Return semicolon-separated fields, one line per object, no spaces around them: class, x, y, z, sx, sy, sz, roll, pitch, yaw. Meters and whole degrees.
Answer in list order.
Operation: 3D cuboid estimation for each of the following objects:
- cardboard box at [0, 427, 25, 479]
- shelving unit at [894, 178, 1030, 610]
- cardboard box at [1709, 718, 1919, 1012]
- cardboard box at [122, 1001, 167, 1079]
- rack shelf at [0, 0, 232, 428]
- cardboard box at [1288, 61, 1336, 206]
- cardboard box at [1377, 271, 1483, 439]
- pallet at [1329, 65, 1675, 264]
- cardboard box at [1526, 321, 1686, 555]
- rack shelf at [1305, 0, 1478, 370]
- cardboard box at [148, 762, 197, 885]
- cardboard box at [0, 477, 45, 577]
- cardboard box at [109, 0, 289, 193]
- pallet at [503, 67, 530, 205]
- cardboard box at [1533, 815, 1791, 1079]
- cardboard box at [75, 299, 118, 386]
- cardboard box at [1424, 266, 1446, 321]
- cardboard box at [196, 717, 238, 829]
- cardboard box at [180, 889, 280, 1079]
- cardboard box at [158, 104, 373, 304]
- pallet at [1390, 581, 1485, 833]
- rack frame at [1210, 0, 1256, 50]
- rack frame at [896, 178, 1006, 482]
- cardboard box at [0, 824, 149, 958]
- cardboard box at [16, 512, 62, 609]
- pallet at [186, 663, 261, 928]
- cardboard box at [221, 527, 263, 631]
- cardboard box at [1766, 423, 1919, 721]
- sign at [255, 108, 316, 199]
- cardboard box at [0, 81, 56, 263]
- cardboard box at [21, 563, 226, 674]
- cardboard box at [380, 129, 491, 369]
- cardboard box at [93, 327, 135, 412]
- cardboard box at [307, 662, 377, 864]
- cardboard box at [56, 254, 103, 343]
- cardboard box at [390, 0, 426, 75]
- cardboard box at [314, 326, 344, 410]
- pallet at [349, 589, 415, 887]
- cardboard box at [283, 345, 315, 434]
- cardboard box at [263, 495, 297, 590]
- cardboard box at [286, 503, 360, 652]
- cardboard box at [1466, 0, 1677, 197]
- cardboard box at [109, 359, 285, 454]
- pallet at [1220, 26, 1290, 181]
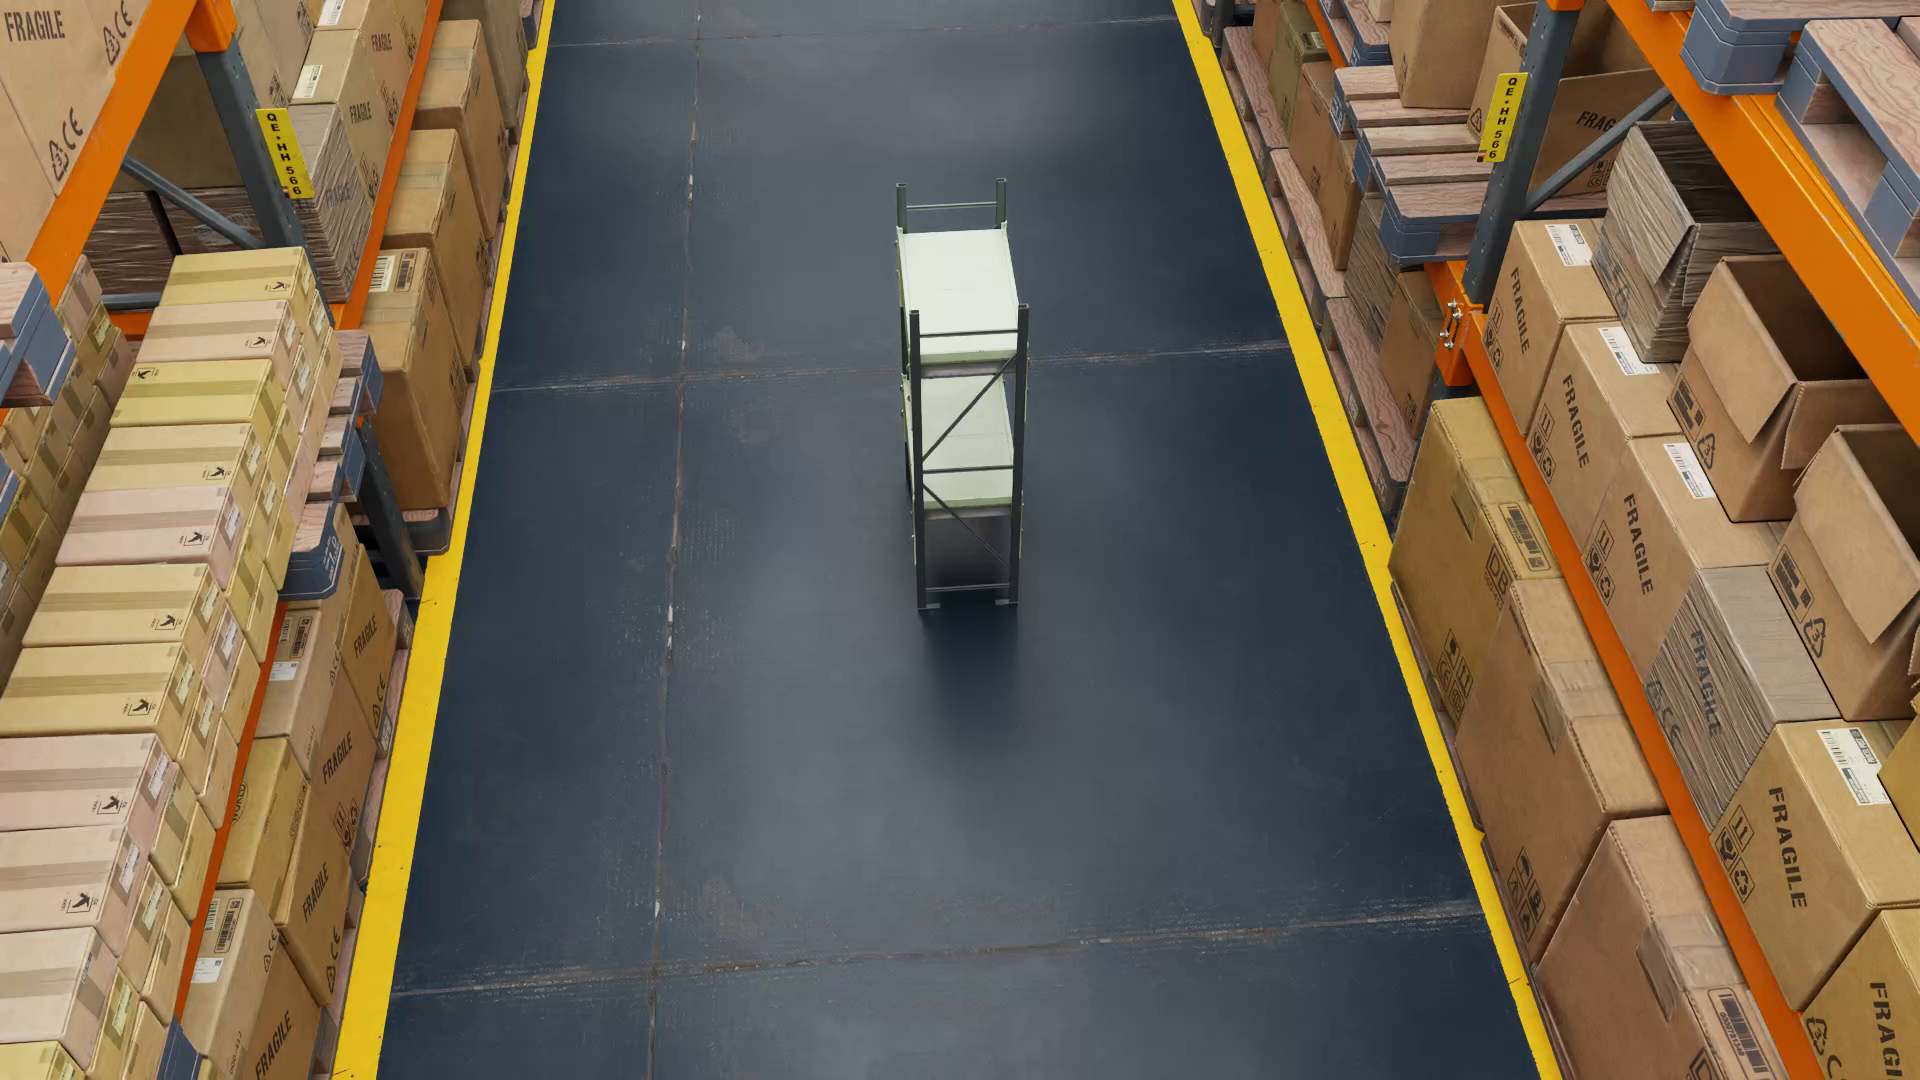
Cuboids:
cardboard box;-2.752;-0.153;4.440;0.380;0.149;0.250;-5;47;-5
shelving unit;-0.001;-0.521;6.347;0.431;1.500;0.755;-3;47;-3
cardboard box;2.229;0.773;4.019;0.500;0.500;0.500;-4;47;-4
cardboard box;-1.967;1.160;3.606;0.380;0.149;0.250;-3;47;-3
rack shelf;-2.493;-0.137;3.380;1.077;0.370;4.000;-3;47;-3
cardboard box;2.054;-2.018;8.150;0.700;0.500;0.500;-7;47;-7
cardboard box;2.214;-0.804;7.001;0.700;0.500;0.500;-6;47;-5
pallet;2.124;-1.472;6.347;1.213;0.211;1.003;-3;47;-3
cardboard box;2.105;-0.322;5.056;0.500;0.500;0.500;-5;47;-4
rack shelf;2.123;-2.228;7.426;1.077;0.370;4.000;-3;47;-3
cardboard box;-2.015;0.672;3.863;0.380;0.149;0.250;-4;47;-4
cardboard box;-2.749;-0.027;4.525;0.380;0.149;0.250;-3;47;-3
cardboard box;-2.688;-1.504;5.487;0.700;0.500;0.500;-4;47;-4
pallet;-2.856;-2.182;8.807;1.003;0.211;1.213;-3;47;-3
cardboard box;2.476;1.343;4.722;1.225;0.875;0.875;-5;47;-5
cardboard box;-2.820;-0.599;5.067;0.380;0.149;0.250;-2;47;-2
cardboard box;2.204;-1.061;6.728;0.500;0.250;0.500;-2;47;-2
cardboard box;-2.033;0.596;4.140;0.380;0.149;0.250;-5;47;-5
cardboard box;-2.210;1.246;4.556;0.500;0.250;0.500;-2;47;-2
cardboard box;-2.429;-1.176;5.865;0.500;0.500;0.500;-3;47;-3
pallet;2.281;0.505;6.263;1.003;0.211;1.213;-3;47;-3
rack frame;1.955;-3.923;8.536;1.000;3.000;0.127;-3;47;-3
rack frame;-0.031;-0.785;6.597;0.400;1.500;0.023;-3;47;-3
cardboard box;-1.989;0.765;3.570;0.380;0.149;0.250;-4;47;-4
cardboard box;-2.755;0.062;4.645;0.380;0.149;0.250;-2;47;-1
pallet;-2.454;0.695;4.294;1.003;0.211;1.213;-3;47;-3
cardboard box;-2.078;0.114;4.392;0.380;0.149;0.250;-4;47;-4
cardboard box;2.450;0.079;3.986;0.797;0.503;0.637;-2;47;-2
sign;-2.121;-1.211;5.225;0.100;0.325;0.005;-3;47;-3
cardboard box;-2.267;-0.745;3.392;0.500;0.500;0.500;-3;47;-3
cardboard box;-2.057;0.200;4.106;0.380;0.149;0.250;-1;47;-1
cardboard box;-2.699;-1.249;7.264;1.050;0.750;0.750;-3;47;-3
cardboard box;-2.824;-0.522;5.199;0.380;0.149;0.250;-4;47;-4
cardboard box;-2.305;0.751;5.542;0.500;0.500;0.500;-2;47;-2
cardboard box;-2.815;-0.714;4.970;0.380;0.149;0.250;-3;47;-3
cardboard box;-2.556;-2.269;6.901;0.500;0.500;0.500;-4;47;-4
cardboard box;-2.161;-0.529;5.206;0.380;0.149;0.250;-3;47;-3
pallet;-2.597;0.724;6.055;1.003;0.211;1.213;-3;47;-3
cardboard box;-2.142;-0.438;4.914;0.380;0.149;0.250;-2;47;-2
cardboard box;-2.103;0.017;4.688;0.380;0.149;0.250;-4;47;-4
cardboard box;-2.342;0.136;5.608;0.500;0.250;0.500;-4;47;-4
cardboard box;2.205;-1.596;5.974;0.500;0.500;0.500;-9;47;-8
cardboard box;-2.122;-0.365;4.640;0.380;0.149;0.250;-2;47;-2
pallet;2.022;-2.401;9.015;1.003;0.211;1.213;-3;47;-3
